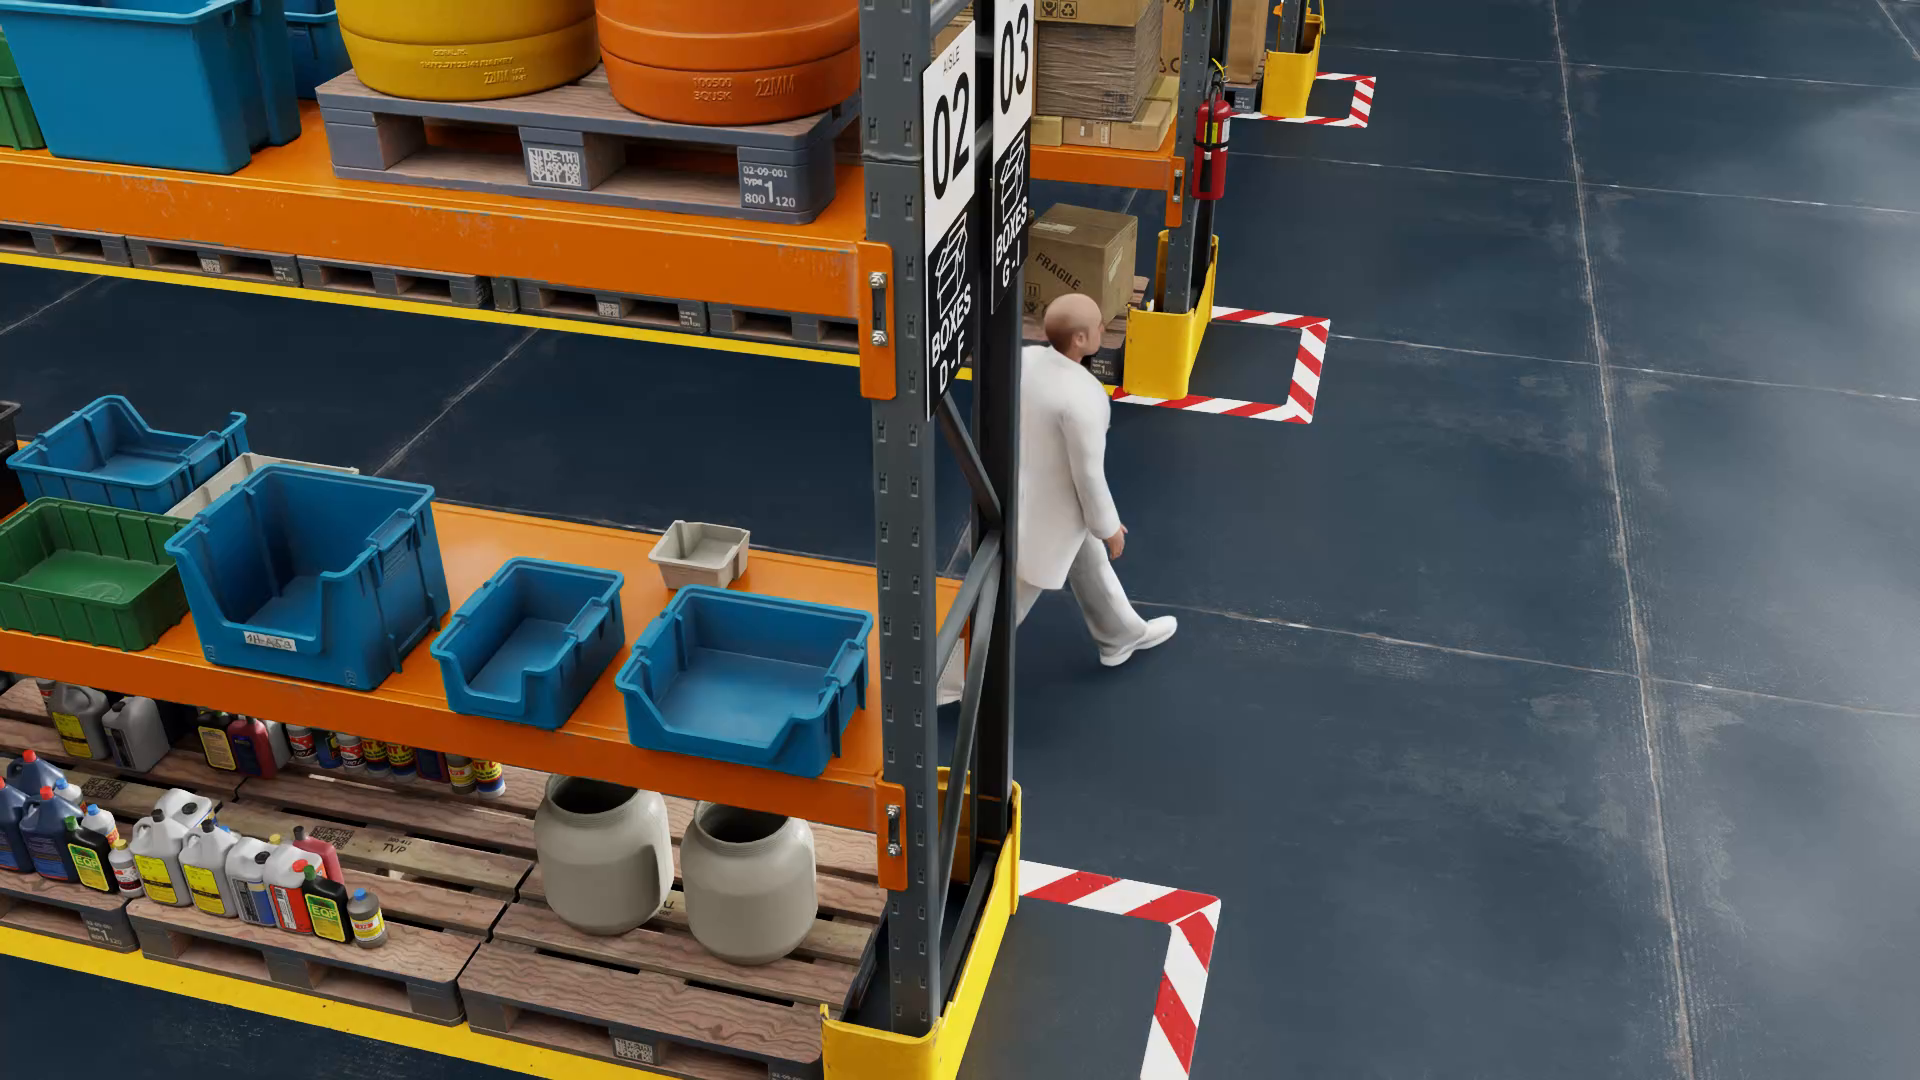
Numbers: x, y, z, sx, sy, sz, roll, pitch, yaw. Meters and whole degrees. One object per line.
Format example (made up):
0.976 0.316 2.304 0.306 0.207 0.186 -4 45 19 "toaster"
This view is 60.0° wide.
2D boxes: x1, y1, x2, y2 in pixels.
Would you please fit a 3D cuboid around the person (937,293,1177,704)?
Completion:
0.391 -0.143 6.383 1.165 1.717 0.591 -9 33 -14 "person"
